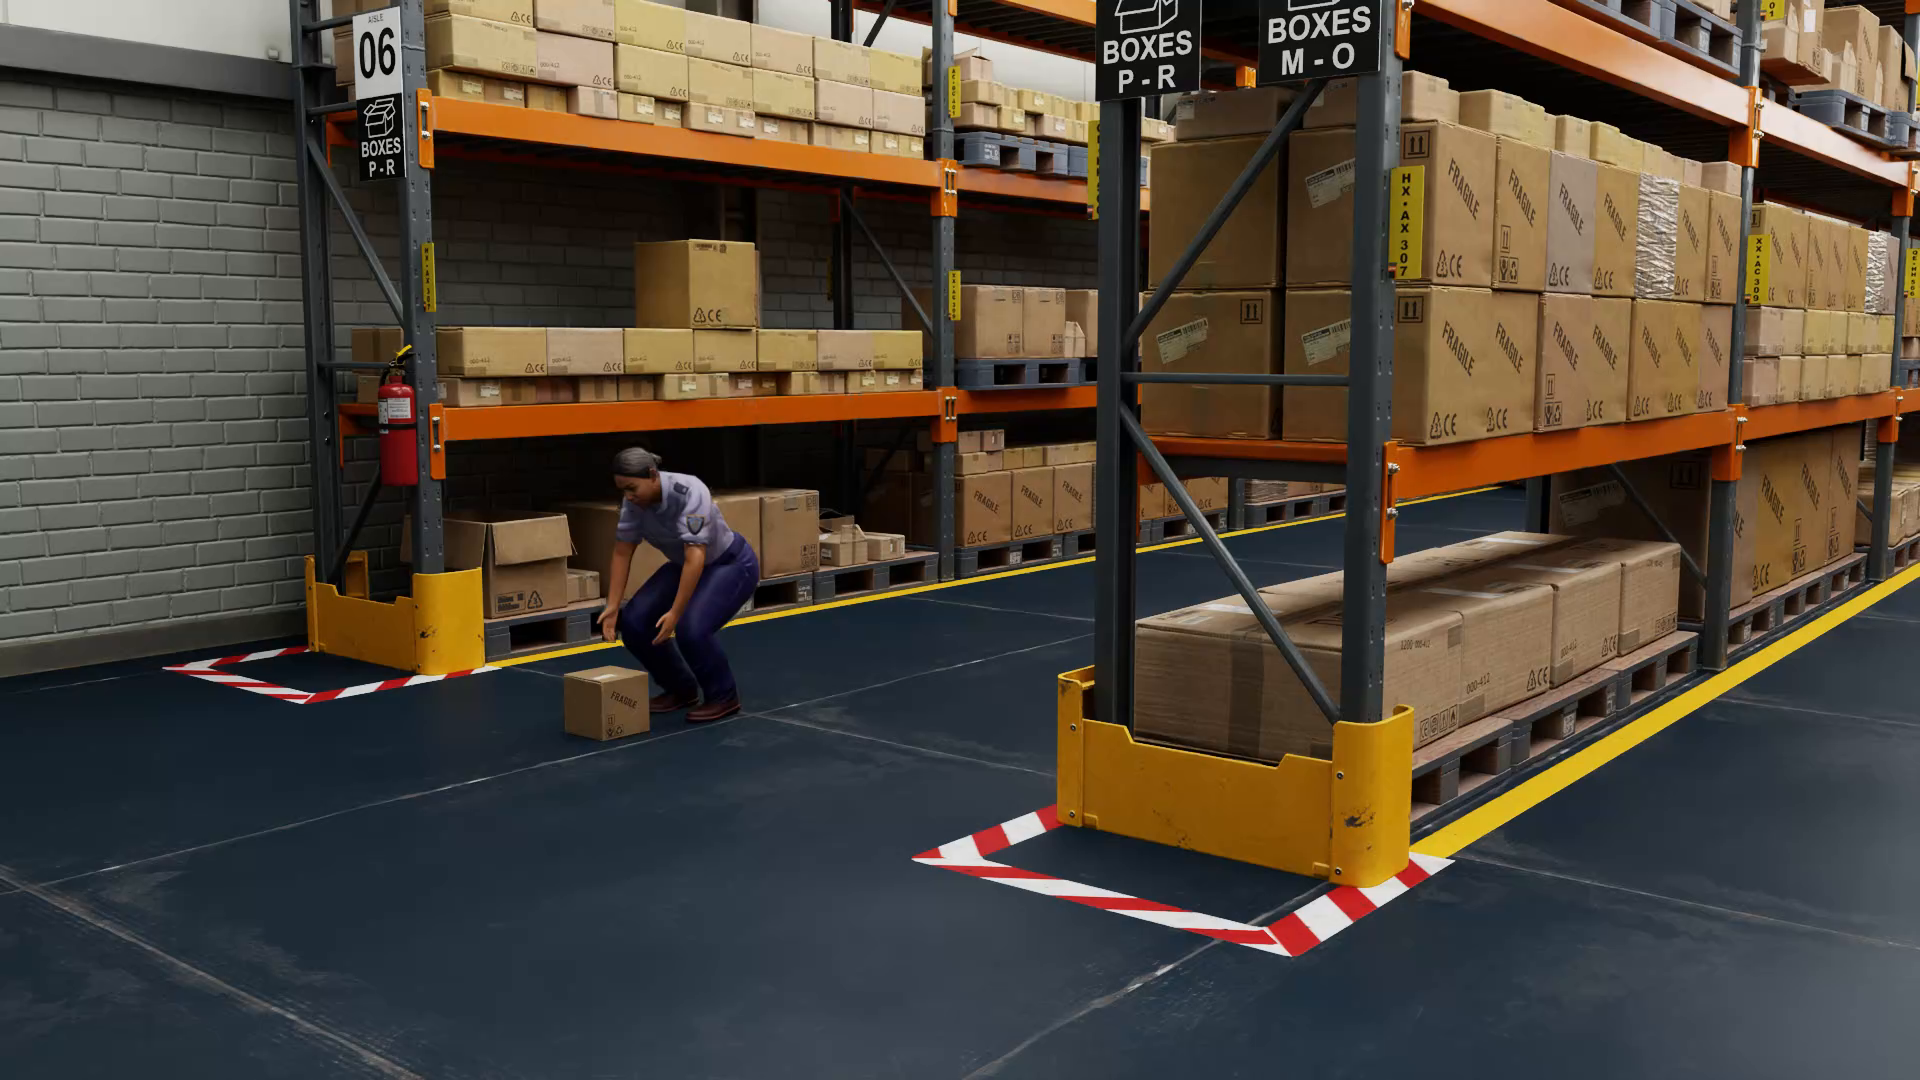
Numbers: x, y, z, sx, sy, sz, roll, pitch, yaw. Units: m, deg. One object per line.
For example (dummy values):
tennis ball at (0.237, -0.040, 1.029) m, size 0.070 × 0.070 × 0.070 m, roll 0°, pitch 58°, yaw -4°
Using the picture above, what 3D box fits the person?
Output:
person at (-1.198, 0.181, 7.215) m, size 0.539 × 1.198 × 0.742 m, roll 5°, pitch 9°, yaw 38°
